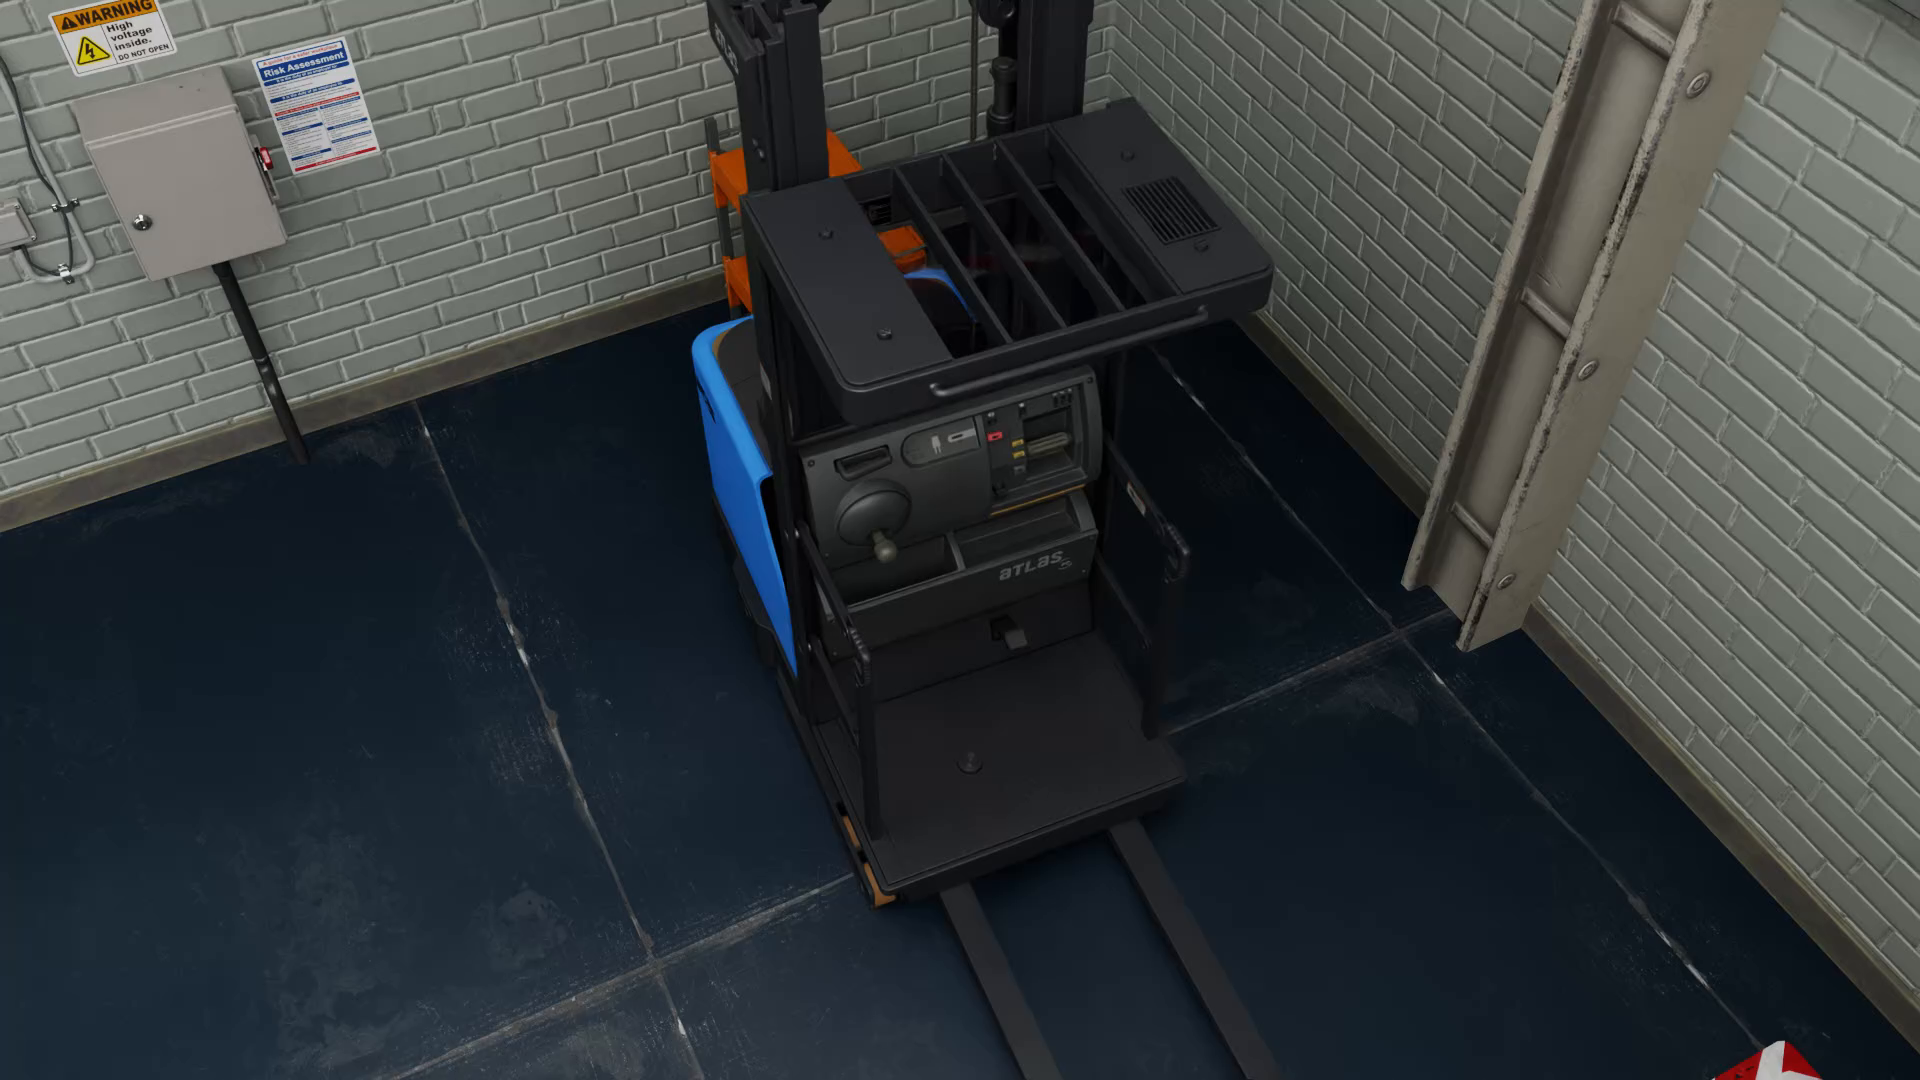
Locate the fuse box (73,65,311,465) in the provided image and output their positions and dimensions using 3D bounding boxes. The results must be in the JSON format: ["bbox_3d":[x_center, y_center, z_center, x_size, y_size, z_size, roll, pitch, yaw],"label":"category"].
[{"bbox_3d":[-2.700,-0.887,6.281,0.539,1.711,0.414,-21,52,-18],"label":"fuse box"}]

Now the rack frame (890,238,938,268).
[{"bbox_3d":[-0.309,-0.710,6.516,0.500,1.125,0.032,-22,52,-18],"label":"rack frame"}]

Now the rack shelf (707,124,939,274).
[{"bbox_3d":[-0.551,-1.239,6.590,0.538,0.278,1.000,-22,52,-18],"label":"rack shelf"}]

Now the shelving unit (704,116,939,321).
[{"bbox_3d":[-0.551,-1.046,6.810,0.538,1.125,1.048,-22,52,-18],"label":"shelving unit"}]

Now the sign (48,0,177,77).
[{"bbox_3d":[-2.844,-1.702,5.590,0.339,0.242,0.001,-21,52,-18],"label":"sign"}]

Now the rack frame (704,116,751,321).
[{"bbox_3d":[-0.793,-1.382,7.104,0.500,1.125,0.032,-22,52,-18],"label":"rack frame"}]

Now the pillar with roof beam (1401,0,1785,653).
[{"bbox_3d":[-1.882,-1.238,1.747,9.100,9.000,0.400,-21,52,-18],"label":"pillar with roof beam"}]

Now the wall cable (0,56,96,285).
[{"bbox_3d":[-3.378,-1.516,5.300,0.588,1.984,0.122,-21,52,-18],"label":"wall cable"}]

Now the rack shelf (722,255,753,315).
[{"bbox_3d":[-0.551,-0.885,6.994,0.538,0.278,1.000,-22,52,-18],"label":"rack shelf"}]

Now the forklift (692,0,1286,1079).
[{"bbox_3d":[0.076,-0.116,4.796,1.130,2.935,3.031,-18,51,-15],"label":"forklift"}]

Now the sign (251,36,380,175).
[{"bbox_3d":[-2.355,-1.588,6.102,0.329,0.494,0.001,-21,52,-18],"label":"sign"}]
